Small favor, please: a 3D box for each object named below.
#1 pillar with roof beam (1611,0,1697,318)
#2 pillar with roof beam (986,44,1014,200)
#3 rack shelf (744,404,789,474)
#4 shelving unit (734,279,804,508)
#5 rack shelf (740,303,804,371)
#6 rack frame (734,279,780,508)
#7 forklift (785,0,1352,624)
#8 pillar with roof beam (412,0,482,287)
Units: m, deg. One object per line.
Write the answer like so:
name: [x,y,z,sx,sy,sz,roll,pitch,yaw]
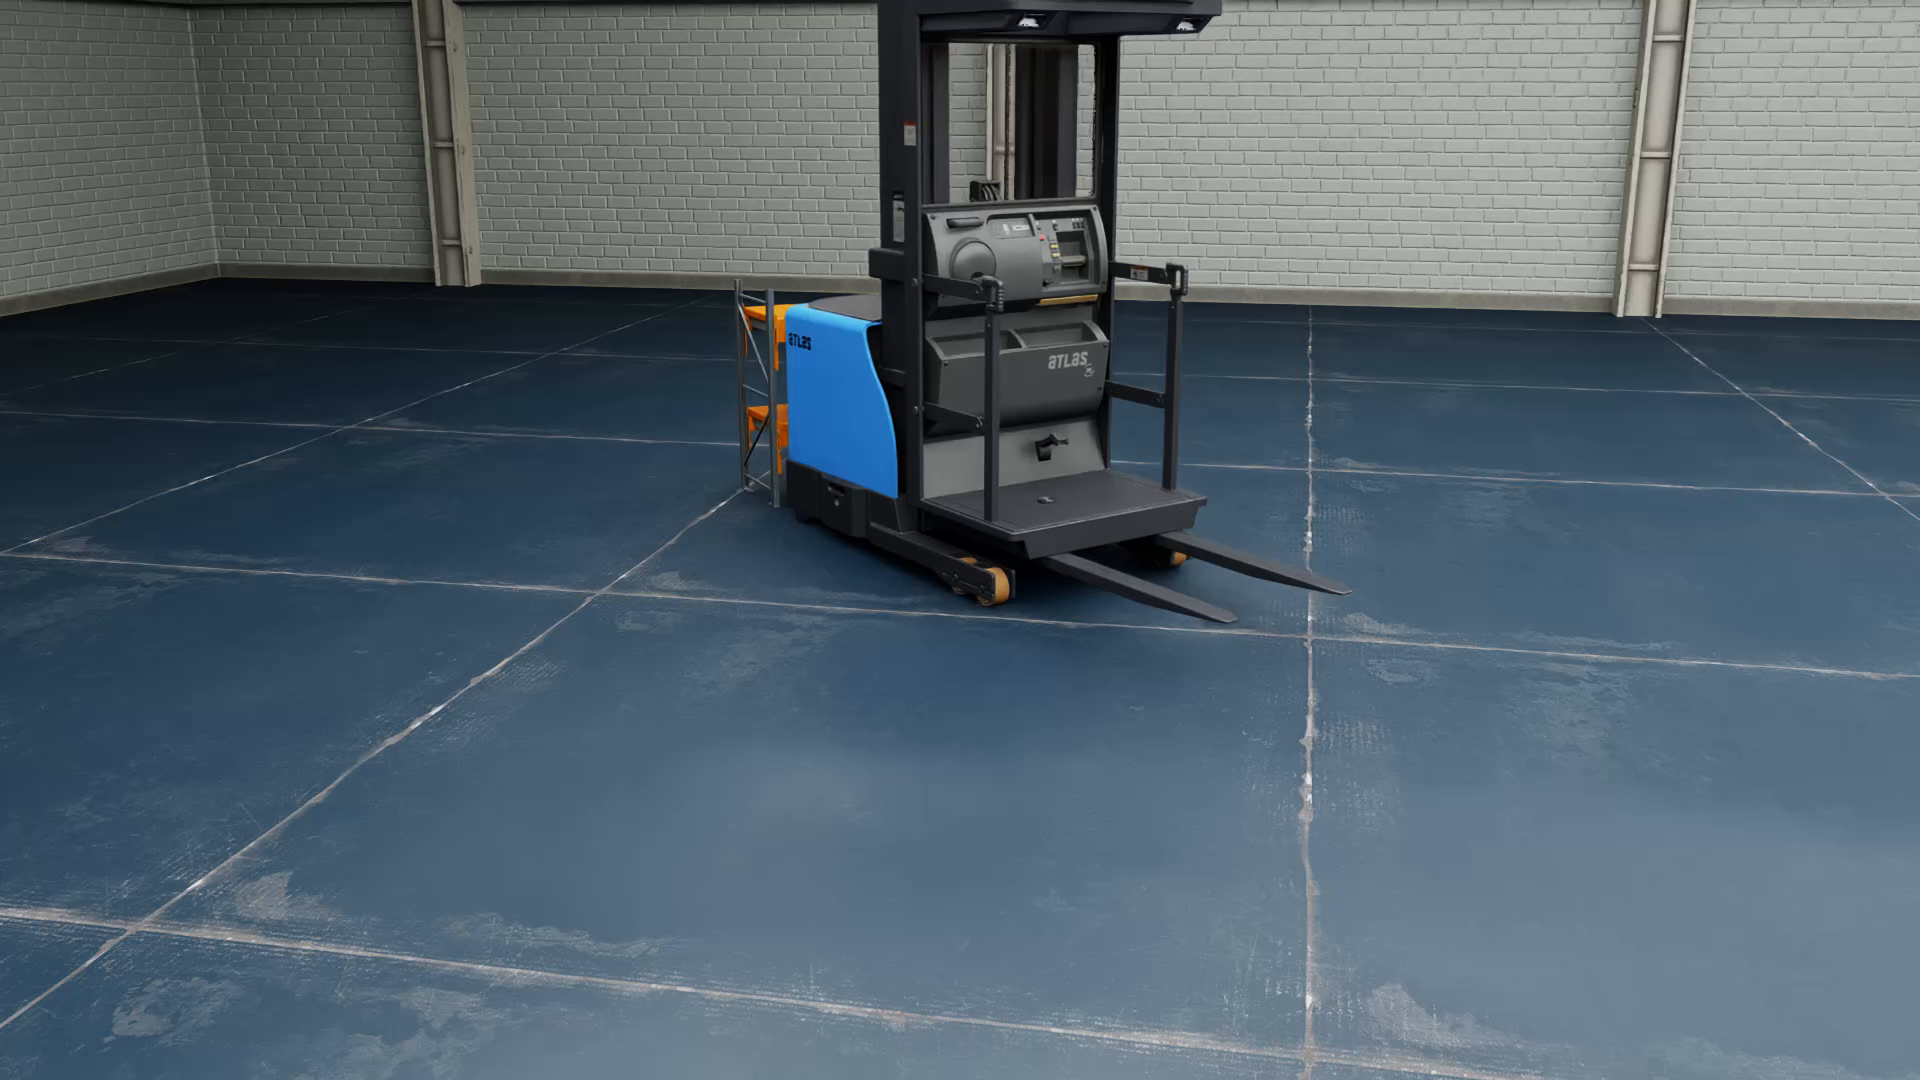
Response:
pillar with roof beam: [5.498,-5.328,10.368,0.400,9.000,9.100,3,16,11]
pillar with roof beam: [-0.381,-5.647,11.520,0.400,9.000,9.100,3,16,11]
rack shelf: [-0.606,-0.594,8.944,1.000,0.278,0.538,-8,17,-26]
shelving unit: [-0.606,-0.829,8.879,1.048,1.125,0.538,-8,17,-26]
rack shelf: [-0.606,-1.111,8.801,1.000,0.278,0.538,-8,17,-26]
rack frame: [-1.057,-0.767,8.654,0.032,1.125,0.500,-8,17,-26]
forklift: [0.383,-1.279,7.120,1.130,2.935,3.031,-11,19,-33]
pillar with roof beam: [-6.261,-5.966,12.673,0.400,9.000,9.100,3,16,11]
